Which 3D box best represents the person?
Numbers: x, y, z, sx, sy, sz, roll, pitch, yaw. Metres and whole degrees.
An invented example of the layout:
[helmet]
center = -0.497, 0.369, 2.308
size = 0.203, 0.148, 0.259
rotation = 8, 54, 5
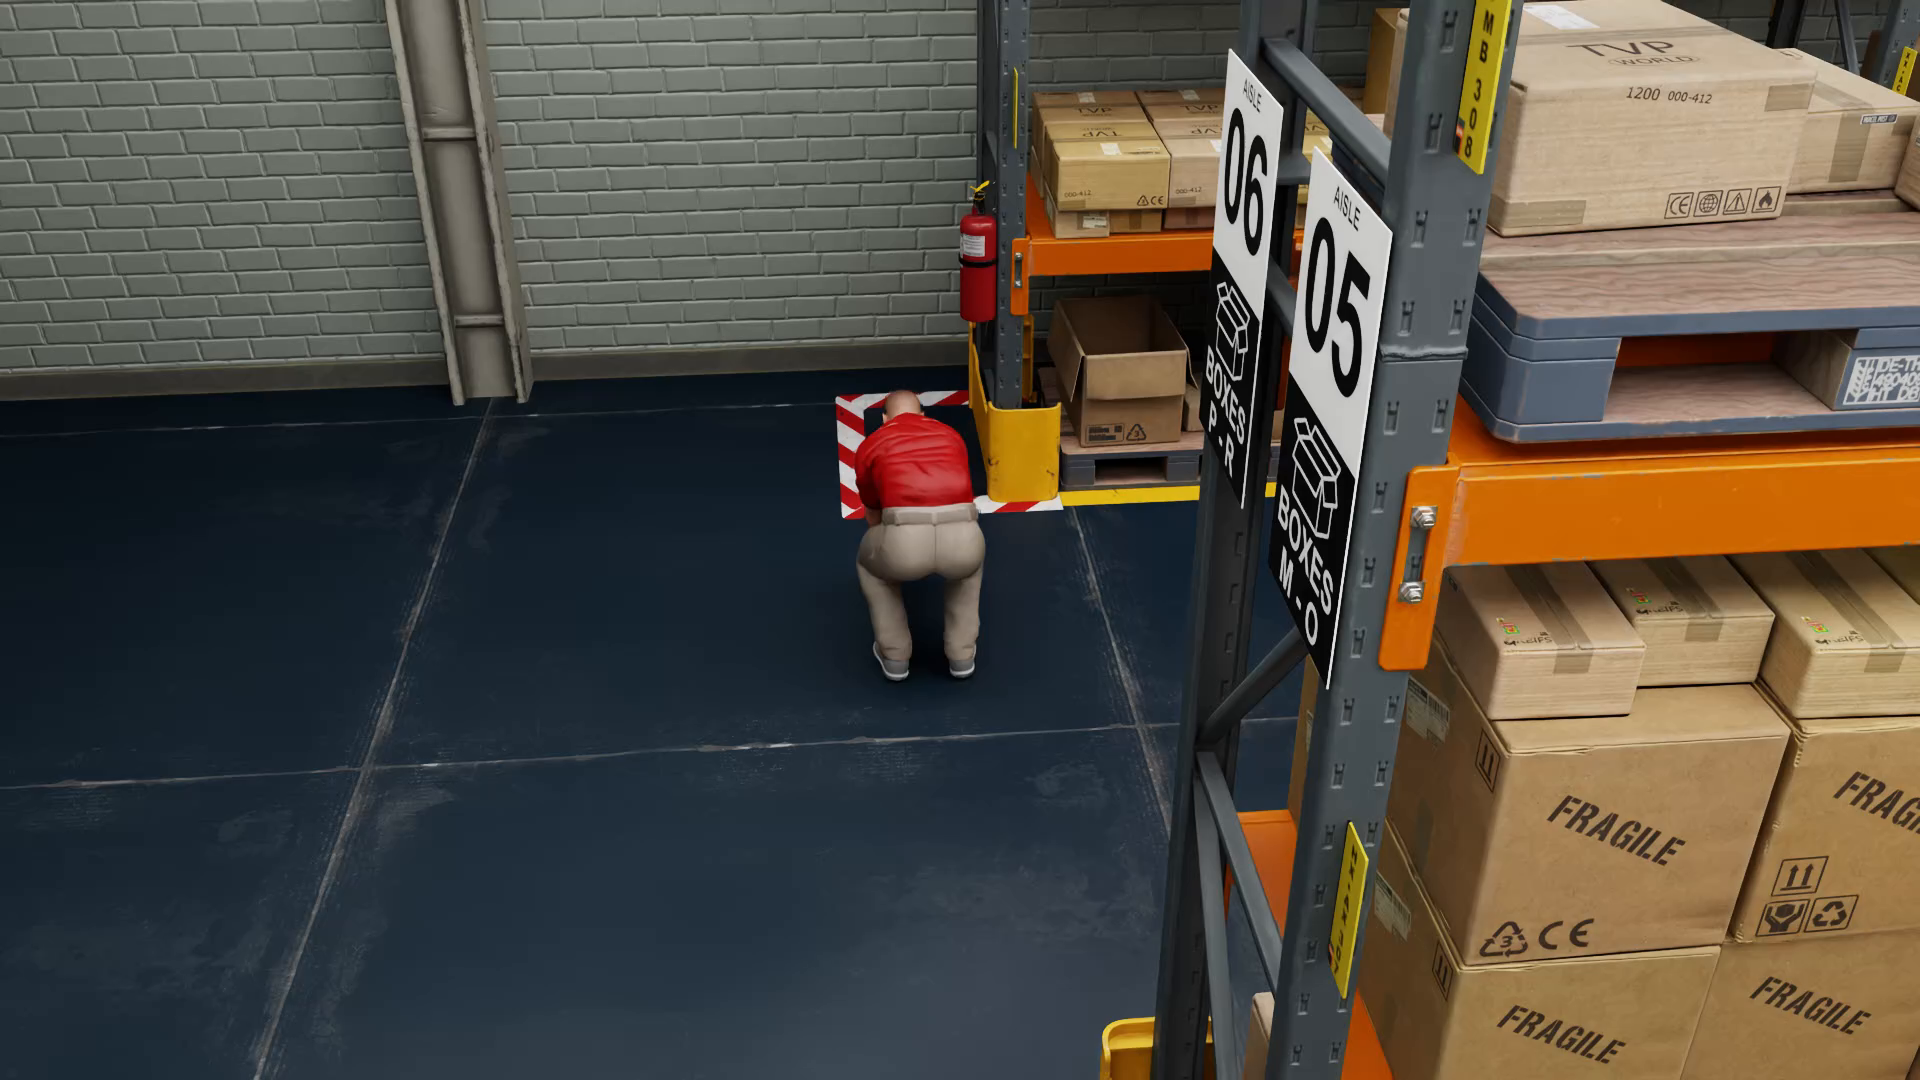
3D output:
[person]
center = -0.165, -0.002, 6.875
size = 0.542, 0.990, 0.938
rotation = -4, 31, -7
